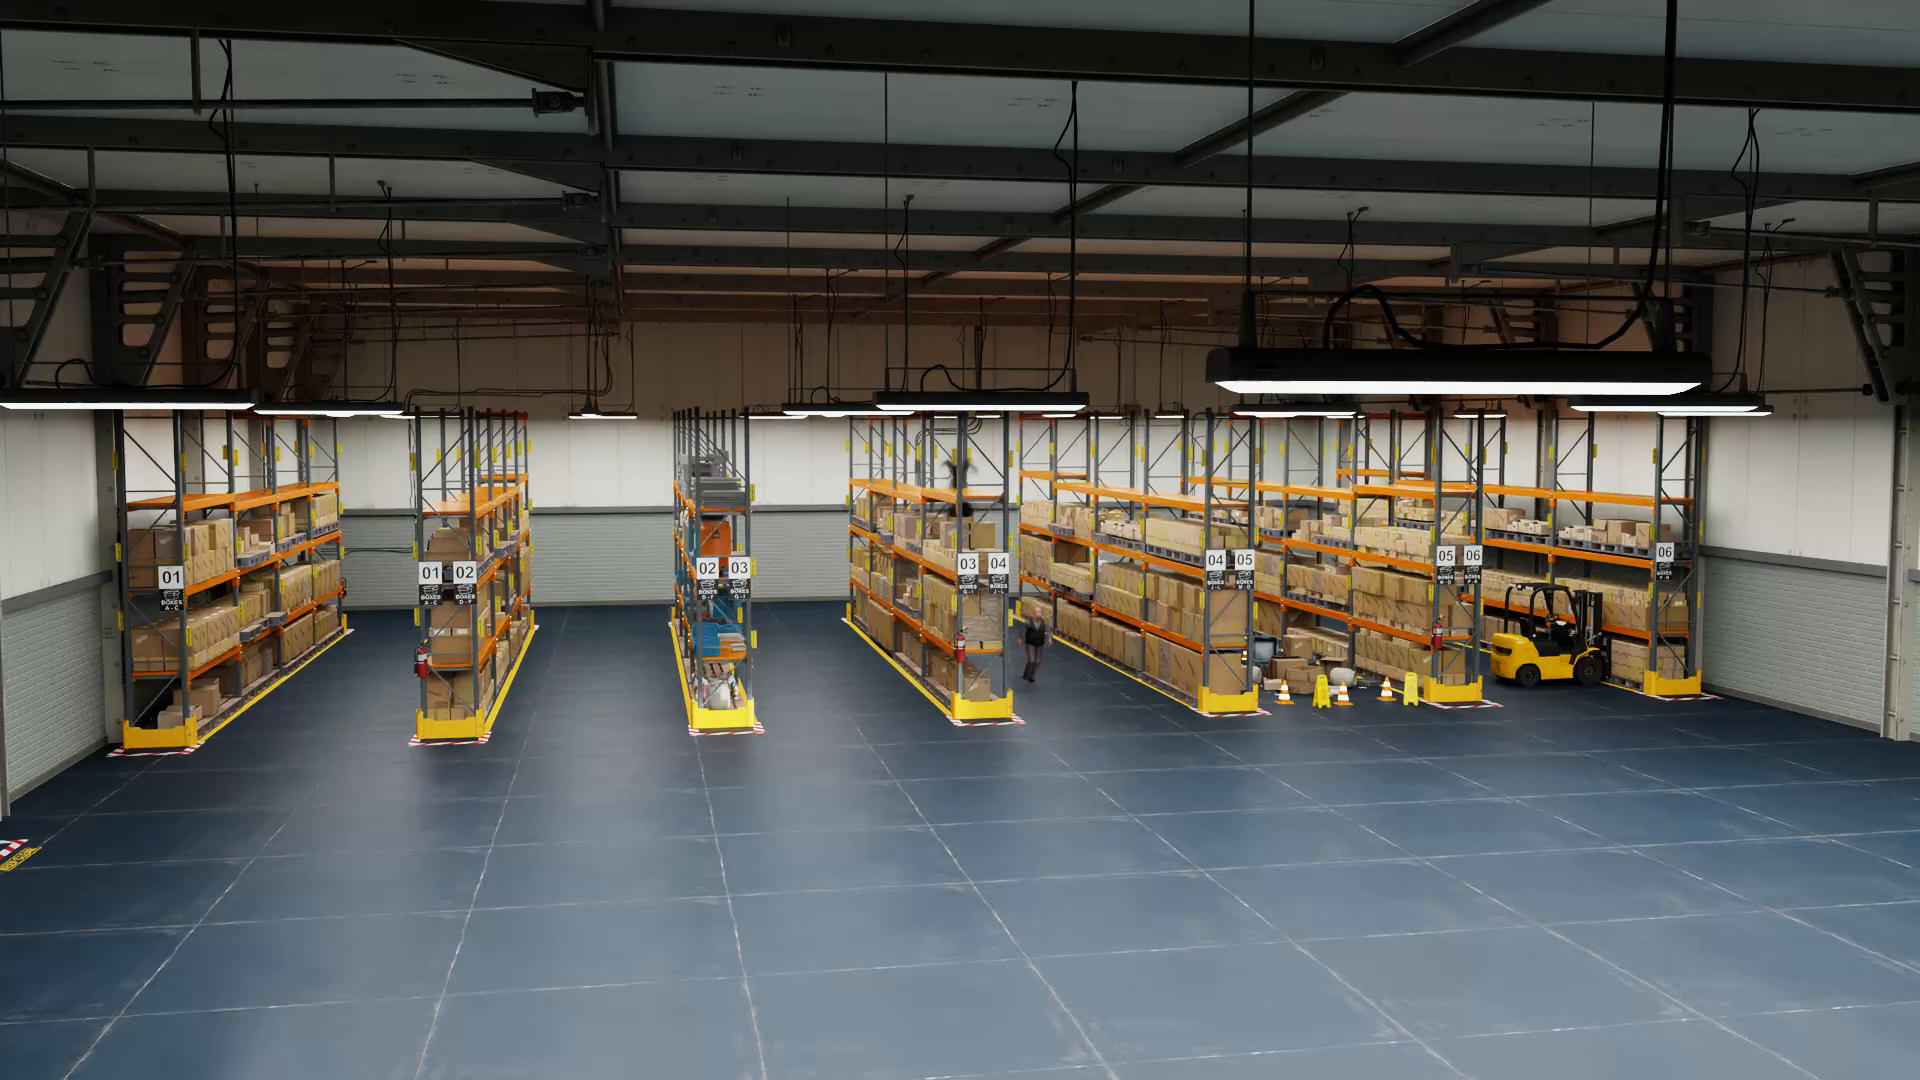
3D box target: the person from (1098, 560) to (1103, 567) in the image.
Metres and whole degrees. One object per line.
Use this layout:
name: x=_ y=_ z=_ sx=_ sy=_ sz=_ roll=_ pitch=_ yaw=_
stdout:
person: x=4.128 y=1.452 z=48.132 sx=0.650 sy=1.723 sz=0.608 roll=-3 pitch=5 yaw=-33

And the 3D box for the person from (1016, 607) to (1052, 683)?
person: x=1.664 y=2.299 z=36.327 sx=0.663 sy=1.679 sz=0.769 roll=-1 pitch=4 yaw=-17
